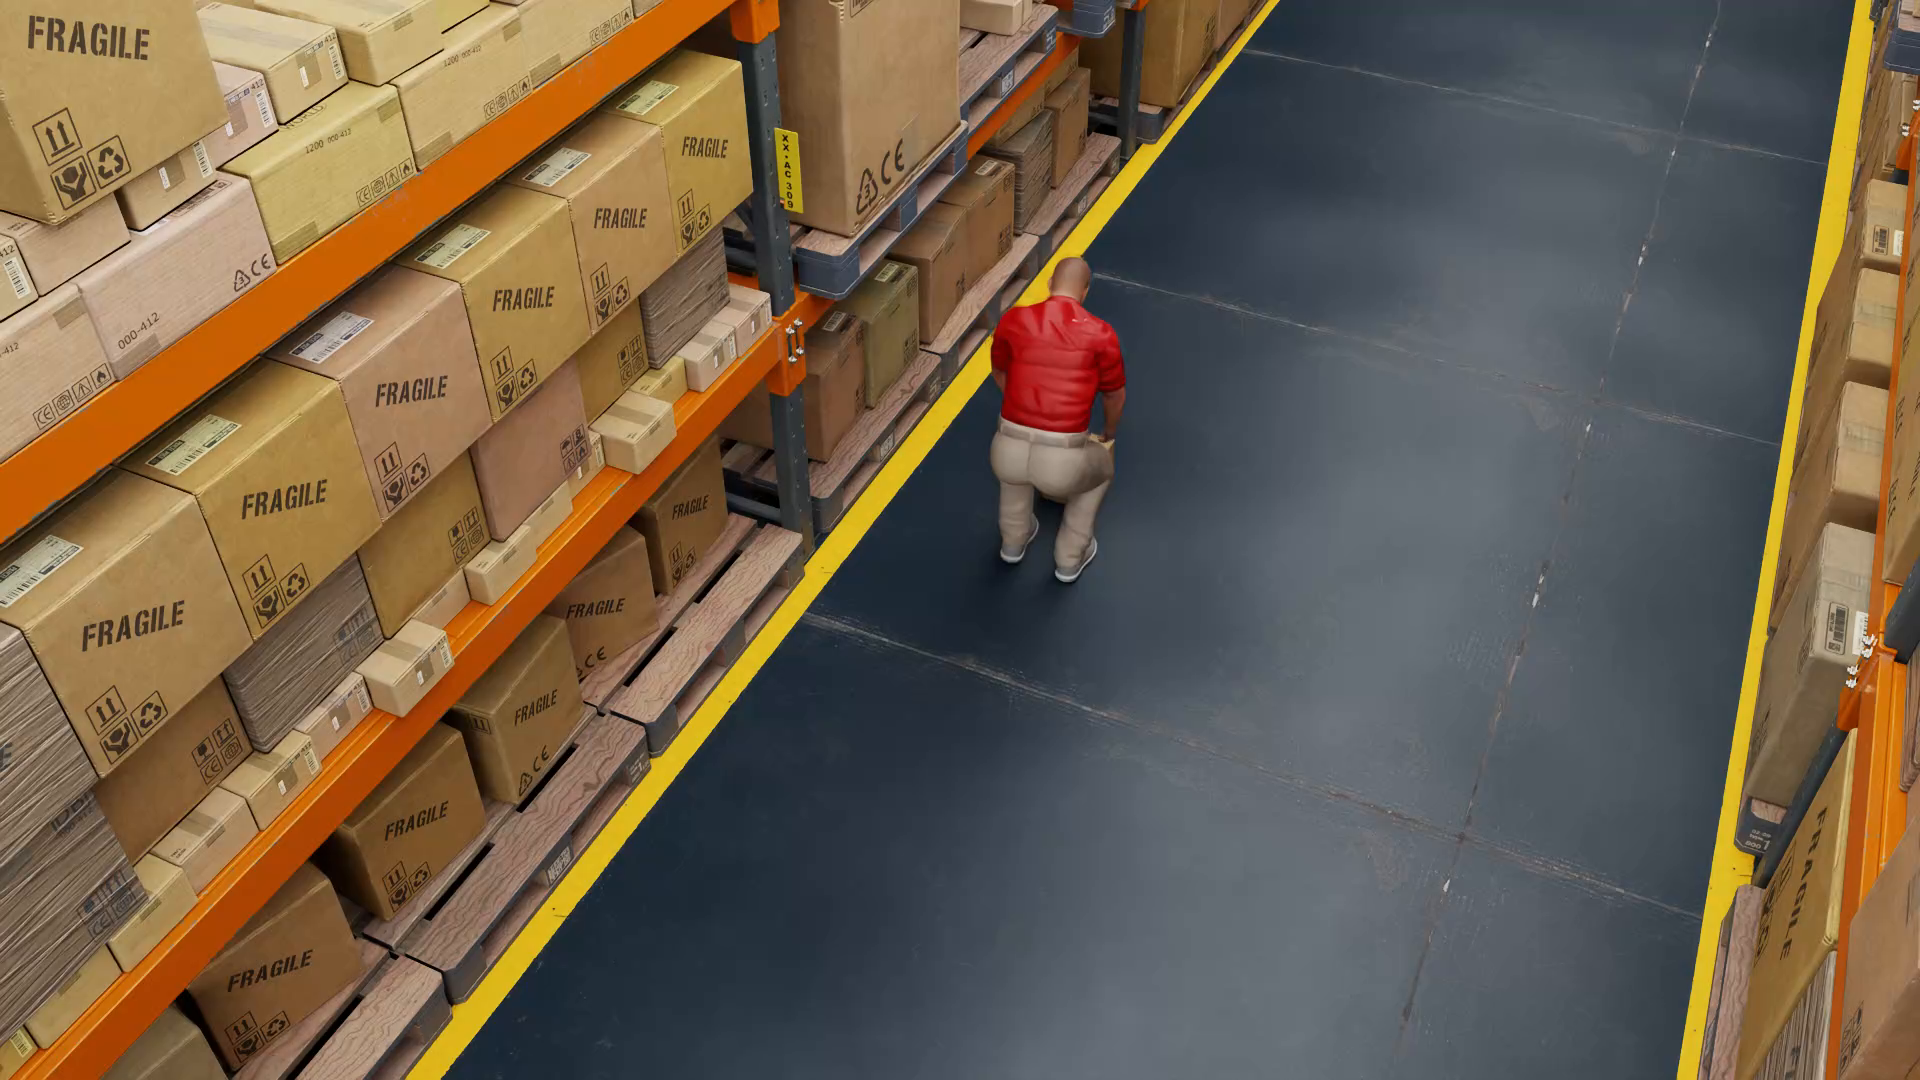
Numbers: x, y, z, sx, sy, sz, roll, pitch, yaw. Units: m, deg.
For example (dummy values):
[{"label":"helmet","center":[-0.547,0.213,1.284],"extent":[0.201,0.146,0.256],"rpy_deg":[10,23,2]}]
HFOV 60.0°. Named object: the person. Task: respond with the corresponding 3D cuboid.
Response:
[{"label":"person","center":[0.365,-0.477,7.019],"extent":[0.589,1.319,0.756],"rpy_deg":[15,44,16]}]
